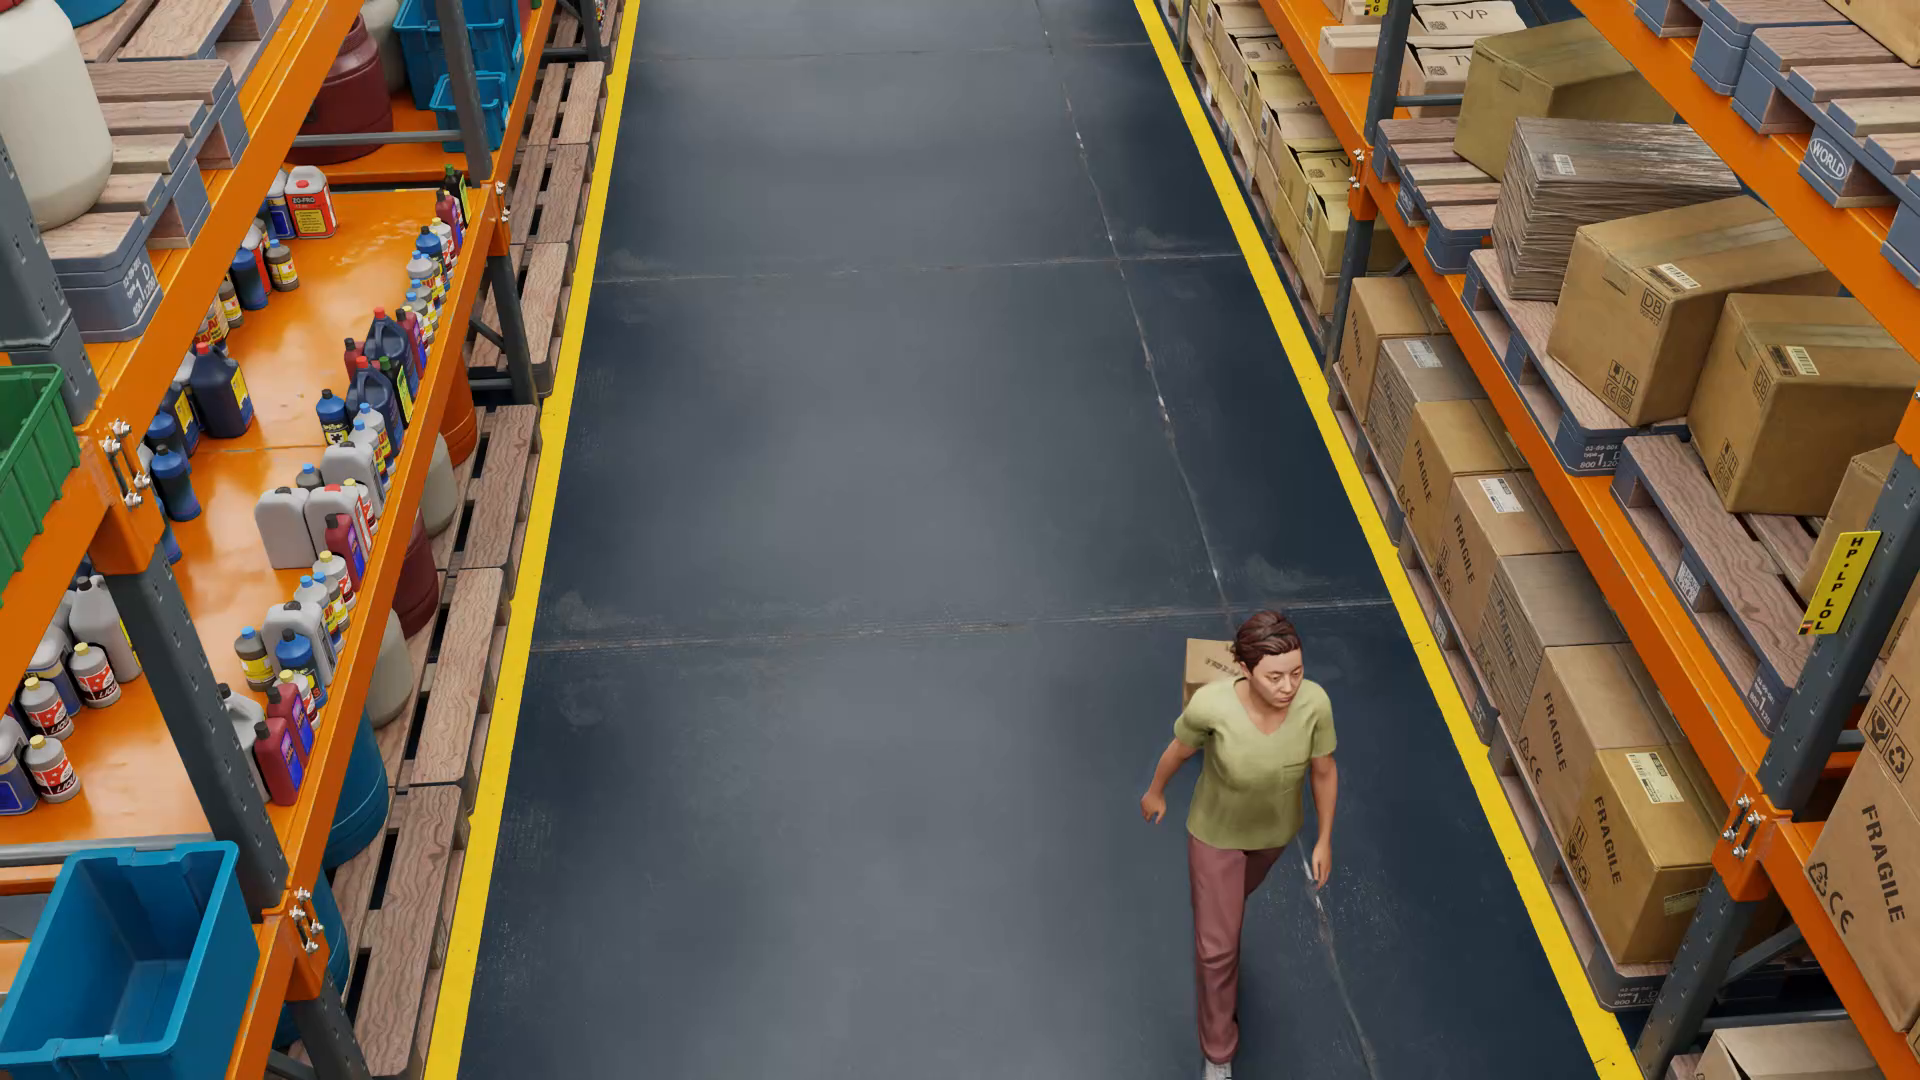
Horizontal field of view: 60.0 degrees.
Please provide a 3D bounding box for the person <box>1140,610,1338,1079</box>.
[{"bbox_3d":[0.861,0.918,5.038,0.525,1.680,0.825,-6,40,-7],"label":"person"}]
